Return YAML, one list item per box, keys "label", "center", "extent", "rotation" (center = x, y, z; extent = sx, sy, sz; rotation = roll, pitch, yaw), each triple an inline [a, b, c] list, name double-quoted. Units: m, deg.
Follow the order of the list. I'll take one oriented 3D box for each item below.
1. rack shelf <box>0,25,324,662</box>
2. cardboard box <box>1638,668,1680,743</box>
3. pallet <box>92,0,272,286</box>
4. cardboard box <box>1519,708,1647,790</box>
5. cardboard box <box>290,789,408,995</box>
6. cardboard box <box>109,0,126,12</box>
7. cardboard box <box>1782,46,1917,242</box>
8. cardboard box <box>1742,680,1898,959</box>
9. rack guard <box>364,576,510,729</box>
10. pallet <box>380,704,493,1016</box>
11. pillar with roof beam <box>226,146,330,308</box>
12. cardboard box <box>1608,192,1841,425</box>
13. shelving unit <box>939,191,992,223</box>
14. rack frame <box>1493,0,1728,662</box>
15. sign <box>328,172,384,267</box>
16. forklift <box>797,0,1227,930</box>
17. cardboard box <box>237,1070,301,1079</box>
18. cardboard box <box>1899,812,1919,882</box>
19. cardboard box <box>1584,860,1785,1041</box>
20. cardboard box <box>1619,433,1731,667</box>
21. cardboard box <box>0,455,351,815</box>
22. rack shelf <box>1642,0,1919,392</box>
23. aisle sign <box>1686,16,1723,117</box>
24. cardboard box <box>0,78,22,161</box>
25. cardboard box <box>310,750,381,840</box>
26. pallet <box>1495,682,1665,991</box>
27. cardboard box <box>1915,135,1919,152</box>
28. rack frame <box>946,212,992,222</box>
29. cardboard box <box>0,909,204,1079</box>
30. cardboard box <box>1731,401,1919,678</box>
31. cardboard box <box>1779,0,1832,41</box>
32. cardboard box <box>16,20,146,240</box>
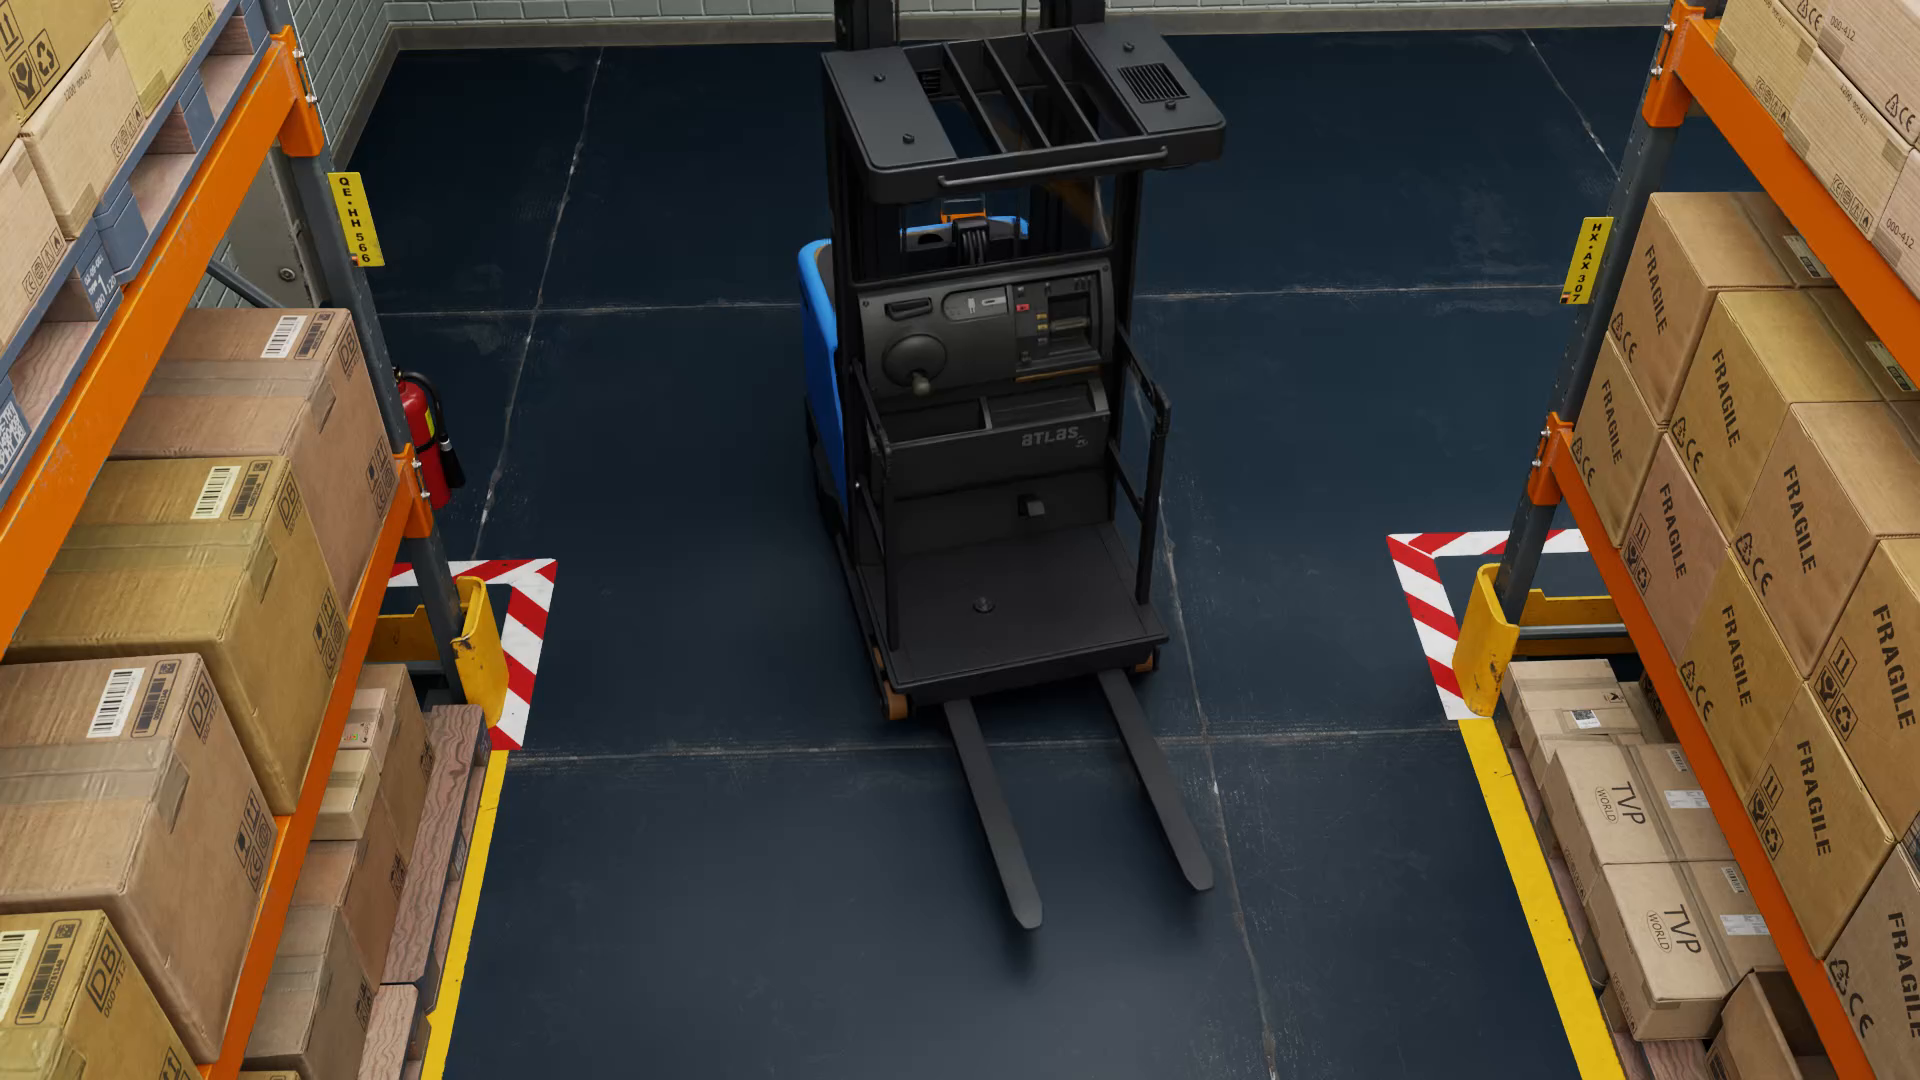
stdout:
- label: "rack shelf"
  center: [-2.296, 0.058, 3.279]
  extent: [1.077, 0.370, 4.000]
  rotation: [-2, 43, -2]
- label: "cardboard box"
  center: [2.837, 0.523, 5.984]
  extent: [0.500, 0.500, 0.500]
  rotation: [-2, 43, -2]
- label: "pallet"
  center: [-2.339, -1.024, 3.993]
  extent: [1.003, 0.211, 1.213]
  rotation: [-2, 43, -2]
- label: "cardboard box"
  center: [2.253, 0.747, 5.986]
  extent: [0.380, 0.166, 0.250]
  rotation: [-2, 43, -2]
- label: "cardboard box"
  center: [-2.230, 1.123, 5.345]
  extent: [0.700, 0.500, 0.500]
  rotation: [-2, 43, -2]
- label: "cardboard box"
  center: [-2.078, -1.484, 3.600]
  extent: [0.500, 0.500, 0.500]
  rotation: [-2, 43, -2]
- label: "cardboard box"
  center: [2.344, -0.955, 3.963]
  extent: [0.500, 0.250, 0.500]
  rotation: [-2, 43, -2]
- label: "cardboard box"
  center: [2.388, 0.699, 4.194]
  extent: [0.500, 0.500, 0.500]
  rotation: [-1, 43, -1]
- label: "rack guard"
  center: [-2.382, 0.454, 6.385]
  extent: [1.175, 0.500, 0.348]
  rotation: [-2, 43, -2]
- label: "pallet"
  center: [-2.269, 1.114, 5.879]
  extent: [1.003, 0.211, 1.213]
  rotation: [-2, 43, -2]
- label: "pillar with roof beam"
  center: [0.941, -4.585, 5.592]
  extent: [9.100, 9.000, 0.400]
  rotation: [-2, 43, -2]
- label: "cardboard box"
  center: [2.323, -0.695, 4.974]
  extent: [0.500, 0.500, 0.500]
  rotation: [0, 43, 0]
- label: "shelving unit"
  center: [0.026, -1.115, 7.690]
  extent: [0.215, 1.050, 0.252]
  rotation: [-5, 43, -5]
- label: "rack frame"
  center: [2.568, -0.596, 5.681]
  extent: [1.000, 3.000, 0.127]
  rotation: [-2, 43, -2]
- label: "sign"
  center: [-1.839, -0.972, 5.058]
  extent: [0.100, 0.325, 0.005]
  rotation: [-2, 43, -2]
- label: "forklift"
  center: [0.159, -0.671, 5.813]
  extent: [1.130, 2.935, 3.031]
  rotation: [-10, 43, -11]
- label: "cardboard box"
  center: [-2.178, 1.822, 4.582]
  extent: [0.700, 0.500, 0.500]
  rotation: [-1, 43, -1]
- label: "cardboard box"
  center: [2.412, 0.679, 3.476]
  extent: [0.500, 0.500, 0.500]
  rotation: [-1, 43, -1]
- label: "cardboard box"
  center: [2.350, 1.305, 5.315]
  extent: [0.500, 0.250, 0.500]
  rotation: [-2, 43, -2]
- label: "cardboard box"
  center: [2.350, 0.022, 4.932]
  extent: [0.500, 0.500, 0.500]
  rotation: [-2, 43, -2]
- label: "cardboard box"
  center: [-2.308, 0.273, 4.511]
  extent: [0.980, 0.700, 0.700]
  rotation: [-2, 43, -2]
- label: "rack shelf"
  center: [2.653, -0.087, 3.437]
  extent: [1.077, 0.370, 4.000]
  rotation: [-2, 43, -2]
- label: "aisle sign"
  center: [2.271, -1.592, 4.843]
  extent: [0.394, 0.787, 0.004]
  rotation: [-2, 43, -2]
- label: "cardboard box"
  center: [-2.037, -0.794, 2.847]
  extent: [0.500, 0.500, 0.500]
  rotation: [-3, 43, -4]
- label: "cardboard box"
  center: [-2.053, 0.800, 5.217]
  extent: [0.380, 0.149, 0.250]
  rotation: [-1, 43, -1]
- label: "pallet"
  center: [2.606, 1.021, 5.980]
  extent: [1.003, 0.211, 1.213]
  rotation: [-2, 43, -2]
- label: "cardboard box"
  center: [2.371, -0.802, 3.426]
  extent: [0.500, 0.250, 0.500]
  rotation: [-2, 43, -2]
- label: "rack frame"
  center: [0.041, -1.033, 7.600]
  extent: [0.200, 1.050, 0.008]
  rotation: [-5, 43, -5]
- label: "cardboard box"
  center: [-2.244, 1.279, 3.413]
  extent: [0.980, 0.700, 0.700]
  rotation: [-3, 43, -3]
- label: "cardboard box"
  center: [2.369, -0.004, 4.220]
  extent: [0.500, 0.500, 0.500]
  rotation: [-1, 43, -1]
- label: "cardboard box"
  center: [2.329, -1.477, 4.162]
  extent: [0.500, 0.250, 0.500]
  rotation: [-2, 43, -2]
- label: "cardboard box"
  center: [-2.062, -0.856, 3.470]
  extent: [0.500, 0.250, 0.500]
  rotation: [-3, 43, -3]
